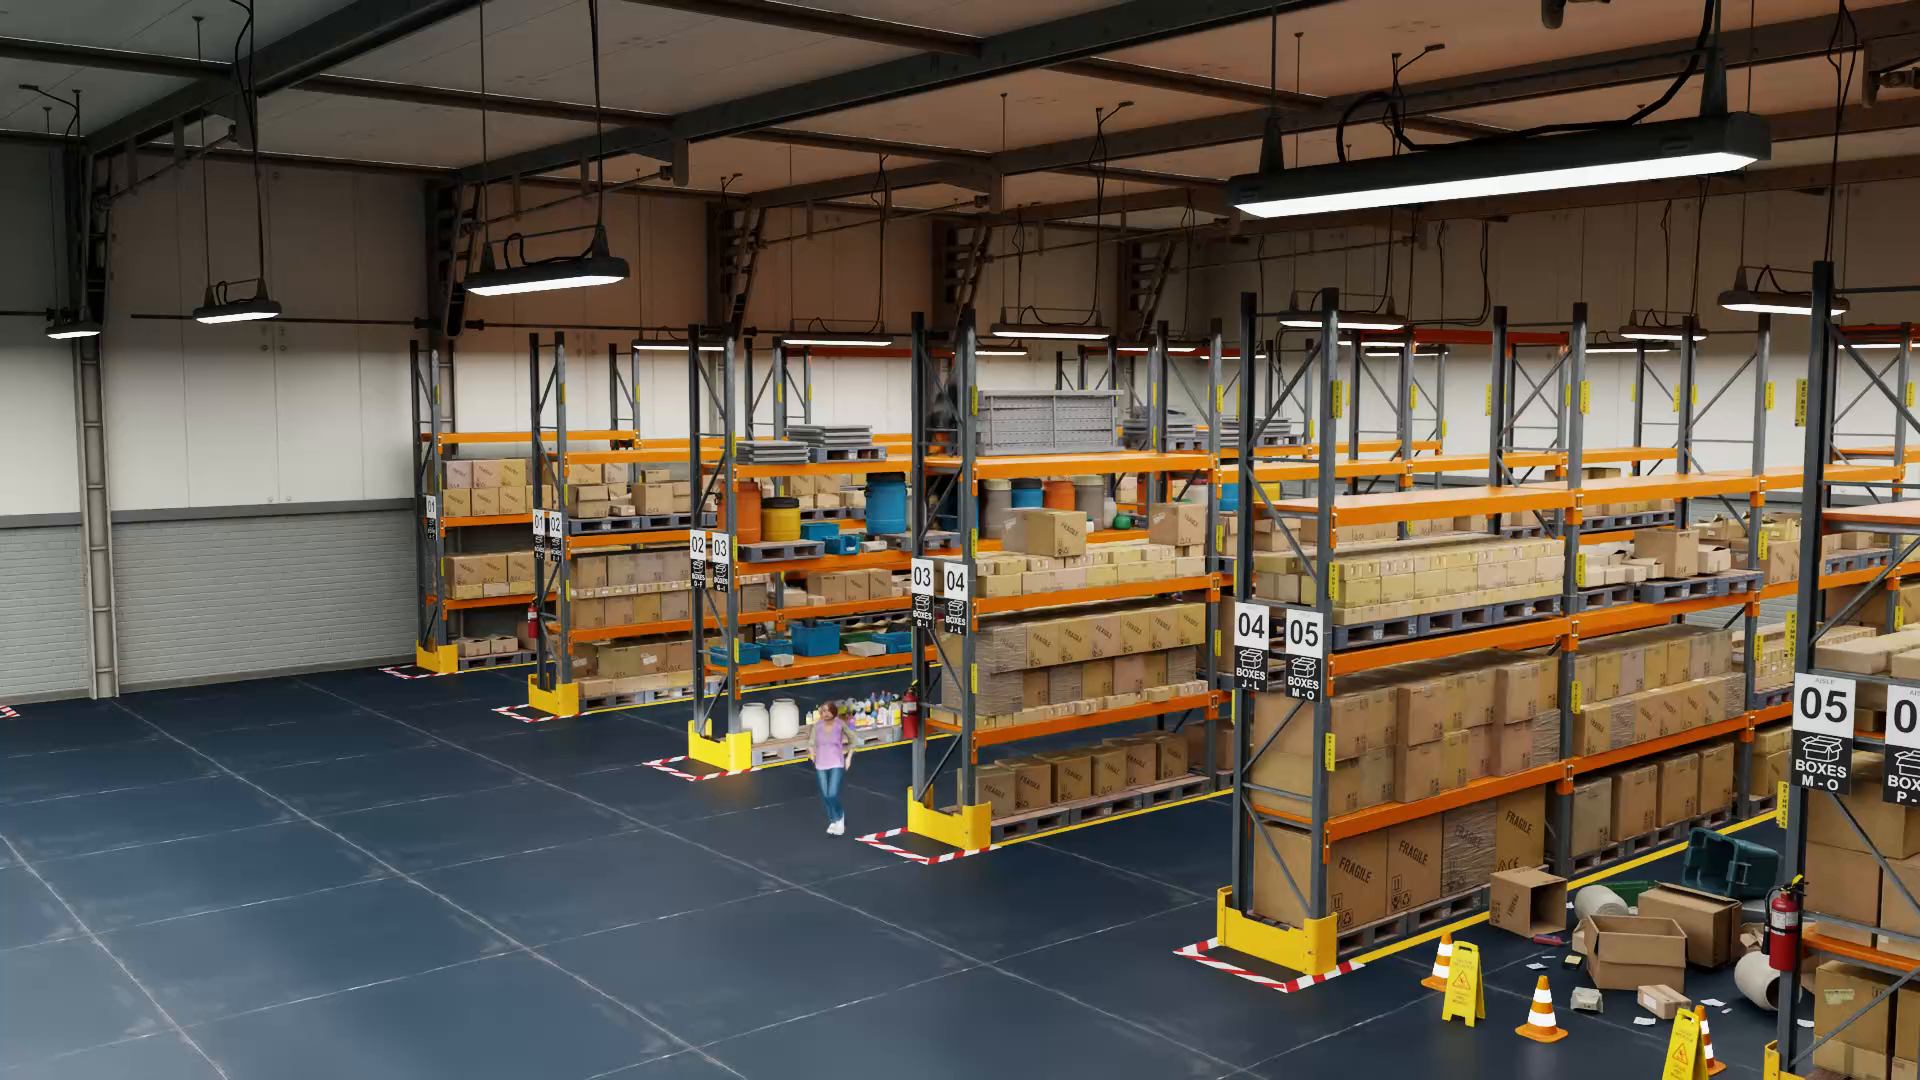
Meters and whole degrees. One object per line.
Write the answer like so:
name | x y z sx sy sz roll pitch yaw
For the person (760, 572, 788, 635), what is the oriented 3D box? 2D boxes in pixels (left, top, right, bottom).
person | -3.542 1.363 31.703 0.653 1.749 0.734 4 6 35

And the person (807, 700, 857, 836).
person | -1.493 2.616 19.024 0.536 1.571 0.612 1 5 16
